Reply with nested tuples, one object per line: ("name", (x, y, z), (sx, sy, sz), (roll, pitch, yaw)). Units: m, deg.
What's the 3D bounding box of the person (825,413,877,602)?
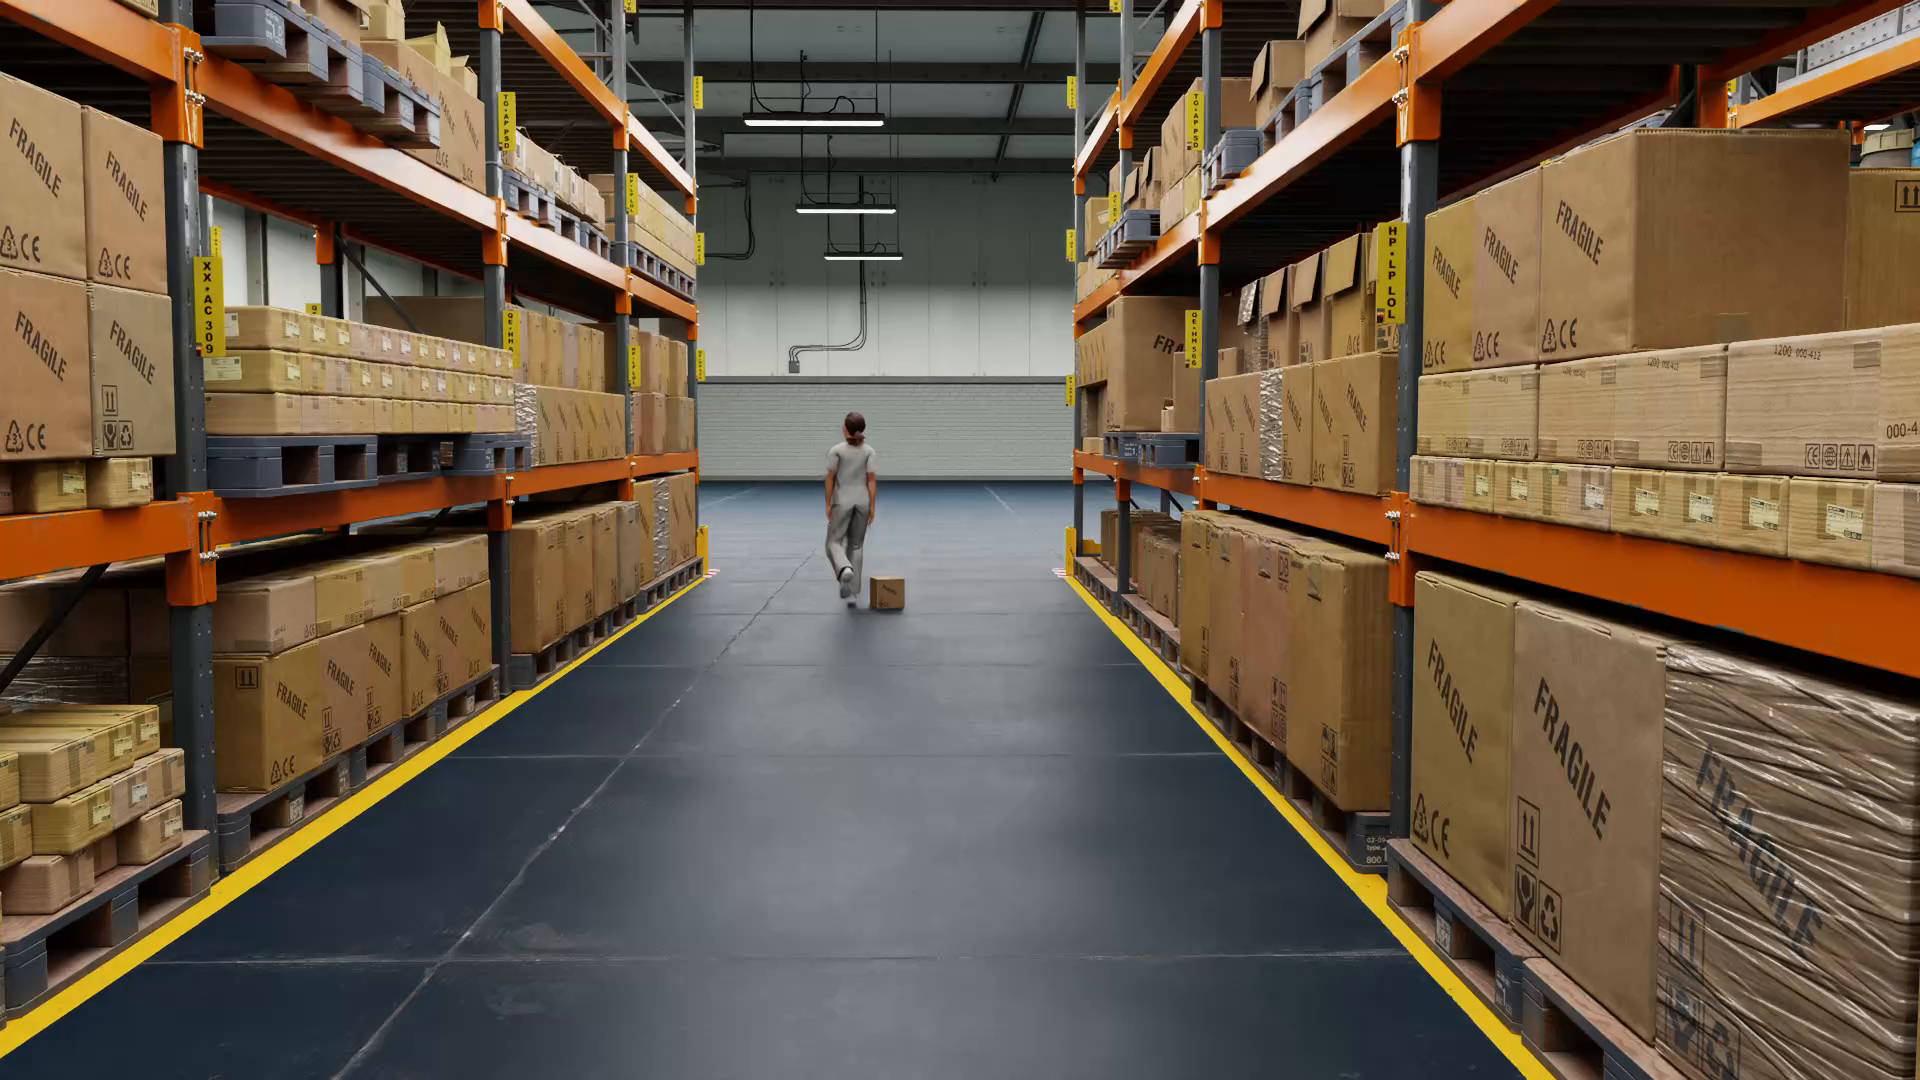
("person", (-0.943, -0.278, 14.412), (0.447, 1.649, 0.675), (-1, 4, -16))
